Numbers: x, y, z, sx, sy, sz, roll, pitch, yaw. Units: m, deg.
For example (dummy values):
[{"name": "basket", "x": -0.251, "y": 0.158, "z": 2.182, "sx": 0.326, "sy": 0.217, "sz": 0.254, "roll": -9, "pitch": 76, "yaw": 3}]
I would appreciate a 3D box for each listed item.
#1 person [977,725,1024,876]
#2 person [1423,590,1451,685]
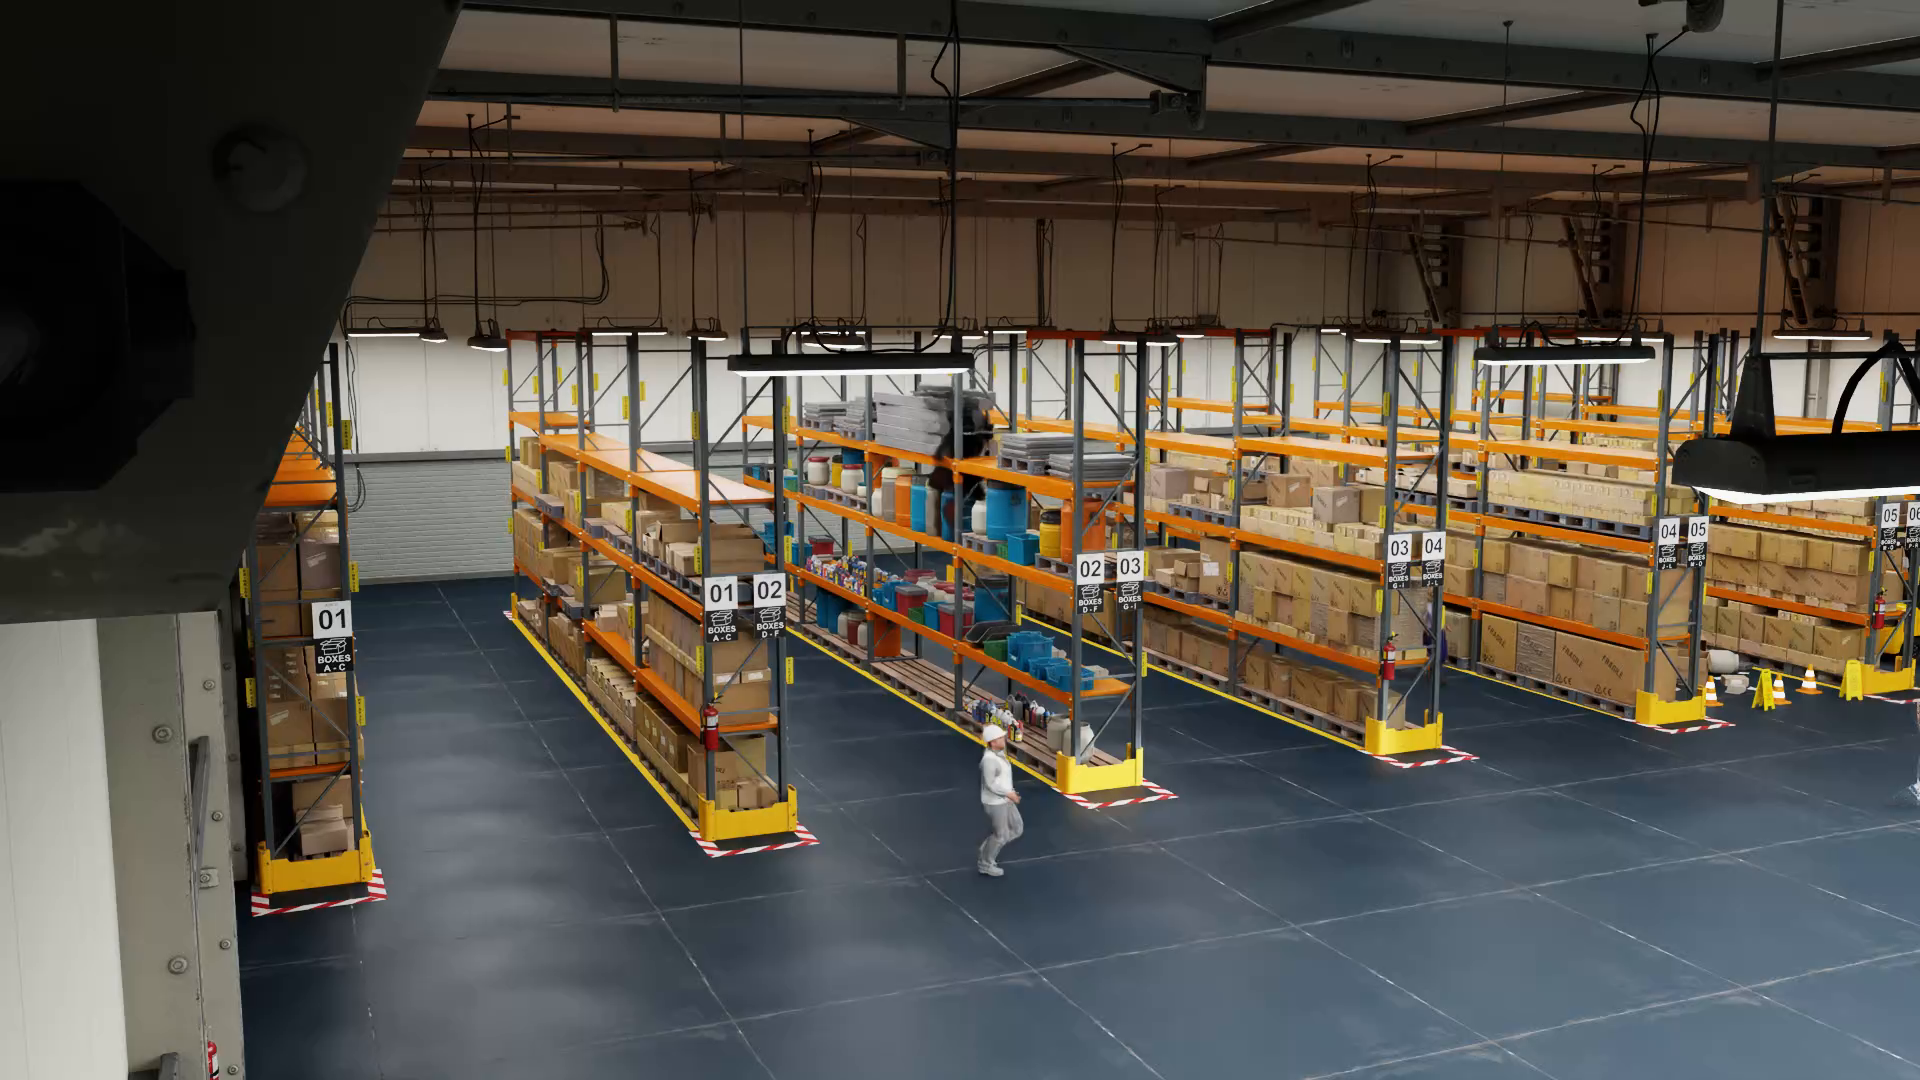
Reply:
[{"name": "person", "x": 0.454, "y": 2.929, "z": 18.803, "sx": 0.522, "sy": 1.732, "sz": 0.671, "roll": 1, "pitch": 8, "yaw": 8}, {"name": "person", "x": 8.126, "y": 1.662, "z": 28.602, "sx": 0.613, "sy": 1.588, "sz": 0.675, "roll": -4, "pitch": 9, "yaw": -30}]
